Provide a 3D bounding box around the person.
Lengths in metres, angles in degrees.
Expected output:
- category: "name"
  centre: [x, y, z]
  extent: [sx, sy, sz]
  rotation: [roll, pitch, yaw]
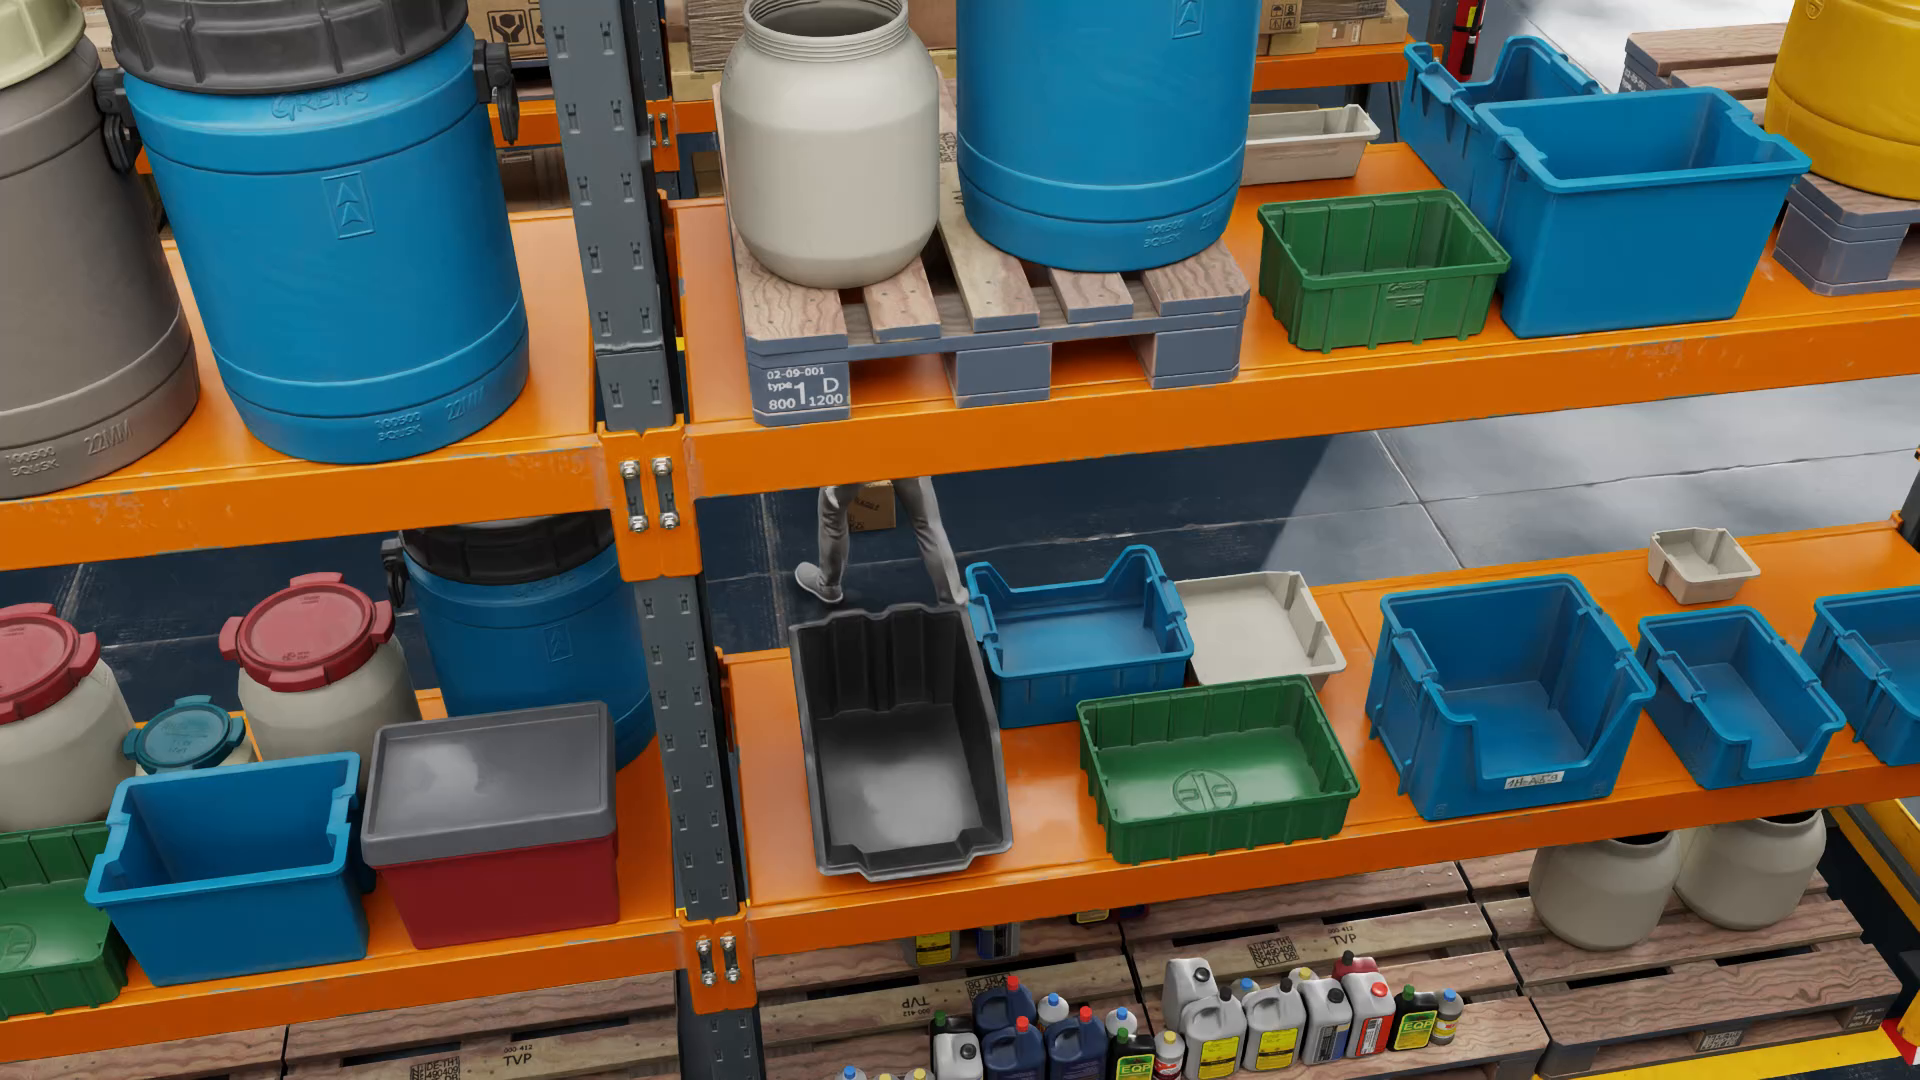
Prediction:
- category: "person"
  centre: [-0.302, -0.375, 6.601]
  extent: [0.635, 1.651, 0.715]
  rotation: [-16, 42, -19]
